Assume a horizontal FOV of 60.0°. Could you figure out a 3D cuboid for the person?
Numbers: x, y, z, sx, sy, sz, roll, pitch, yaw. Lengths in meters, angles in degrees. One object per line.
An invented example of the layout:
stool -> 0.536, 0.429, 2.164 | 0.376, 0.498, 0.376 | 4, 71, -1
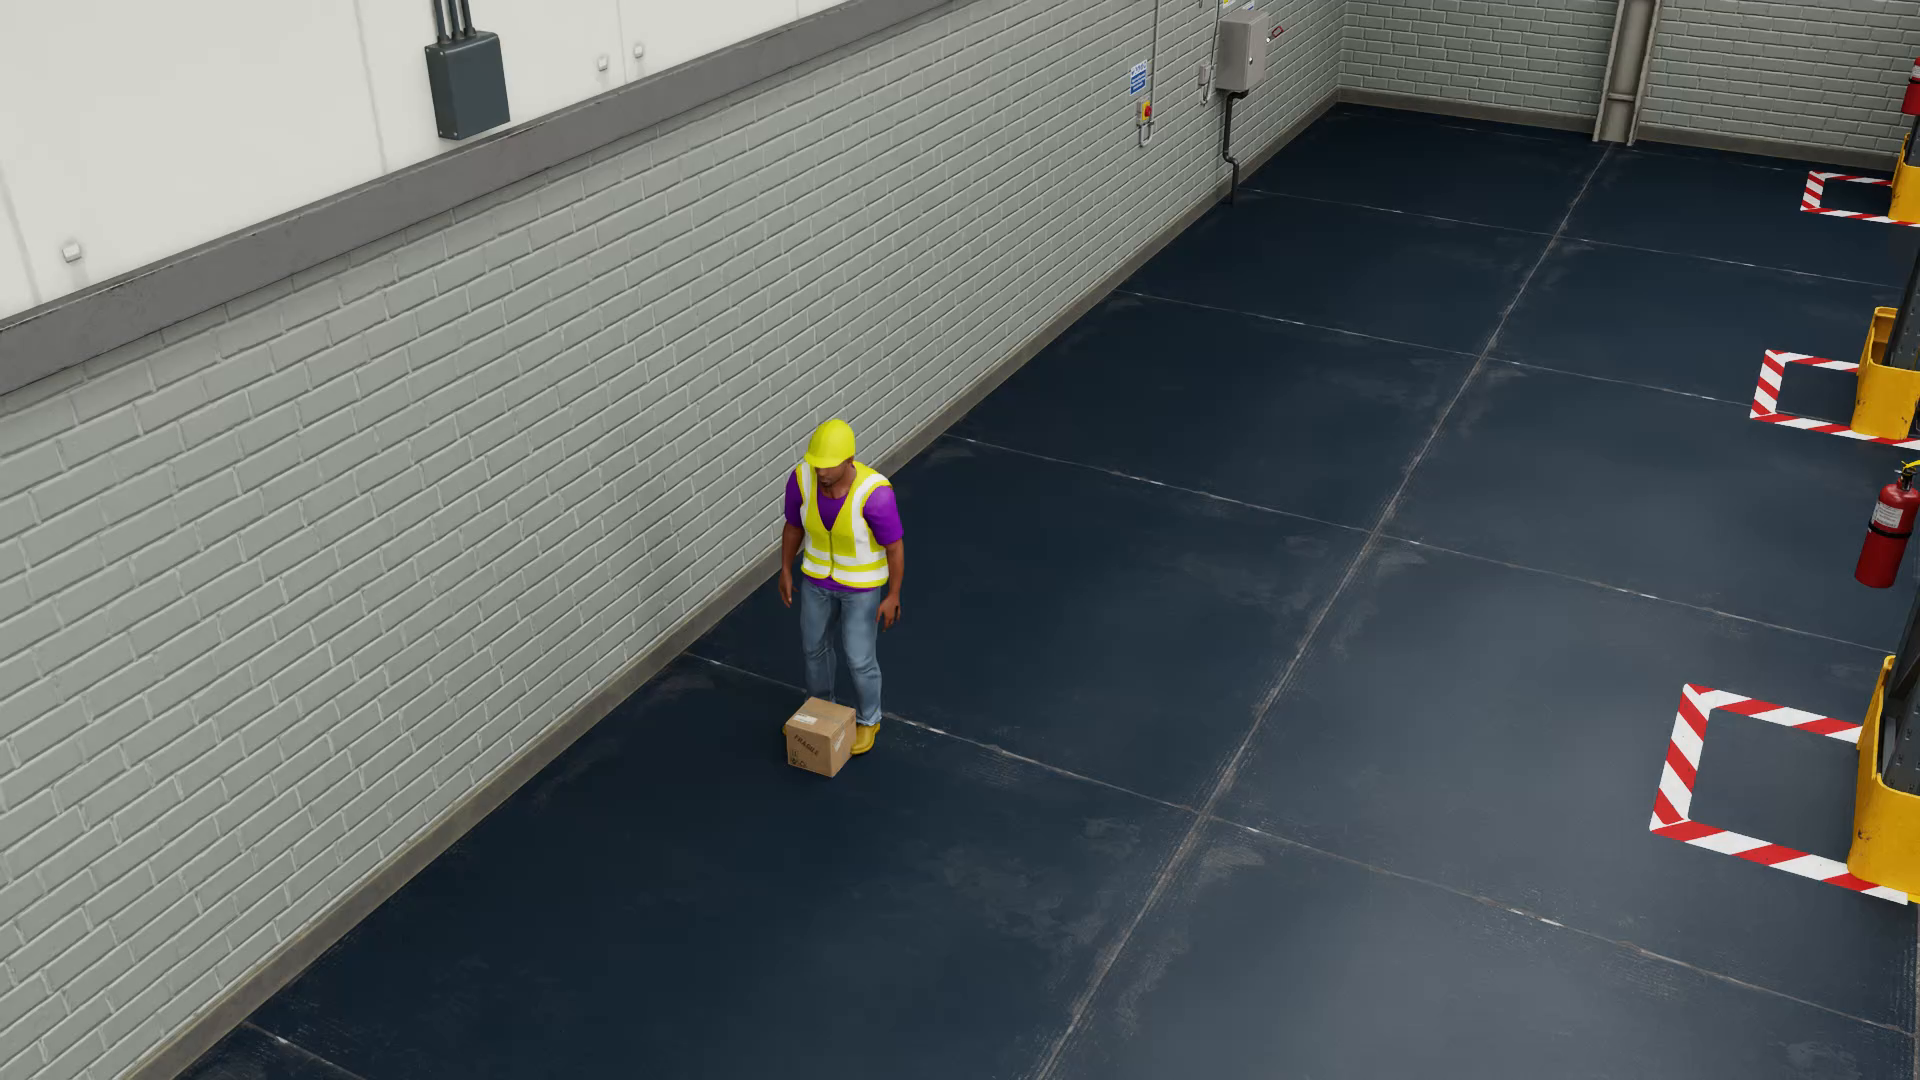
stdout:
person -> -0.571, 0.207, 7.913 | 0.635, 1.761, 0.455 | 13, 32, 21
